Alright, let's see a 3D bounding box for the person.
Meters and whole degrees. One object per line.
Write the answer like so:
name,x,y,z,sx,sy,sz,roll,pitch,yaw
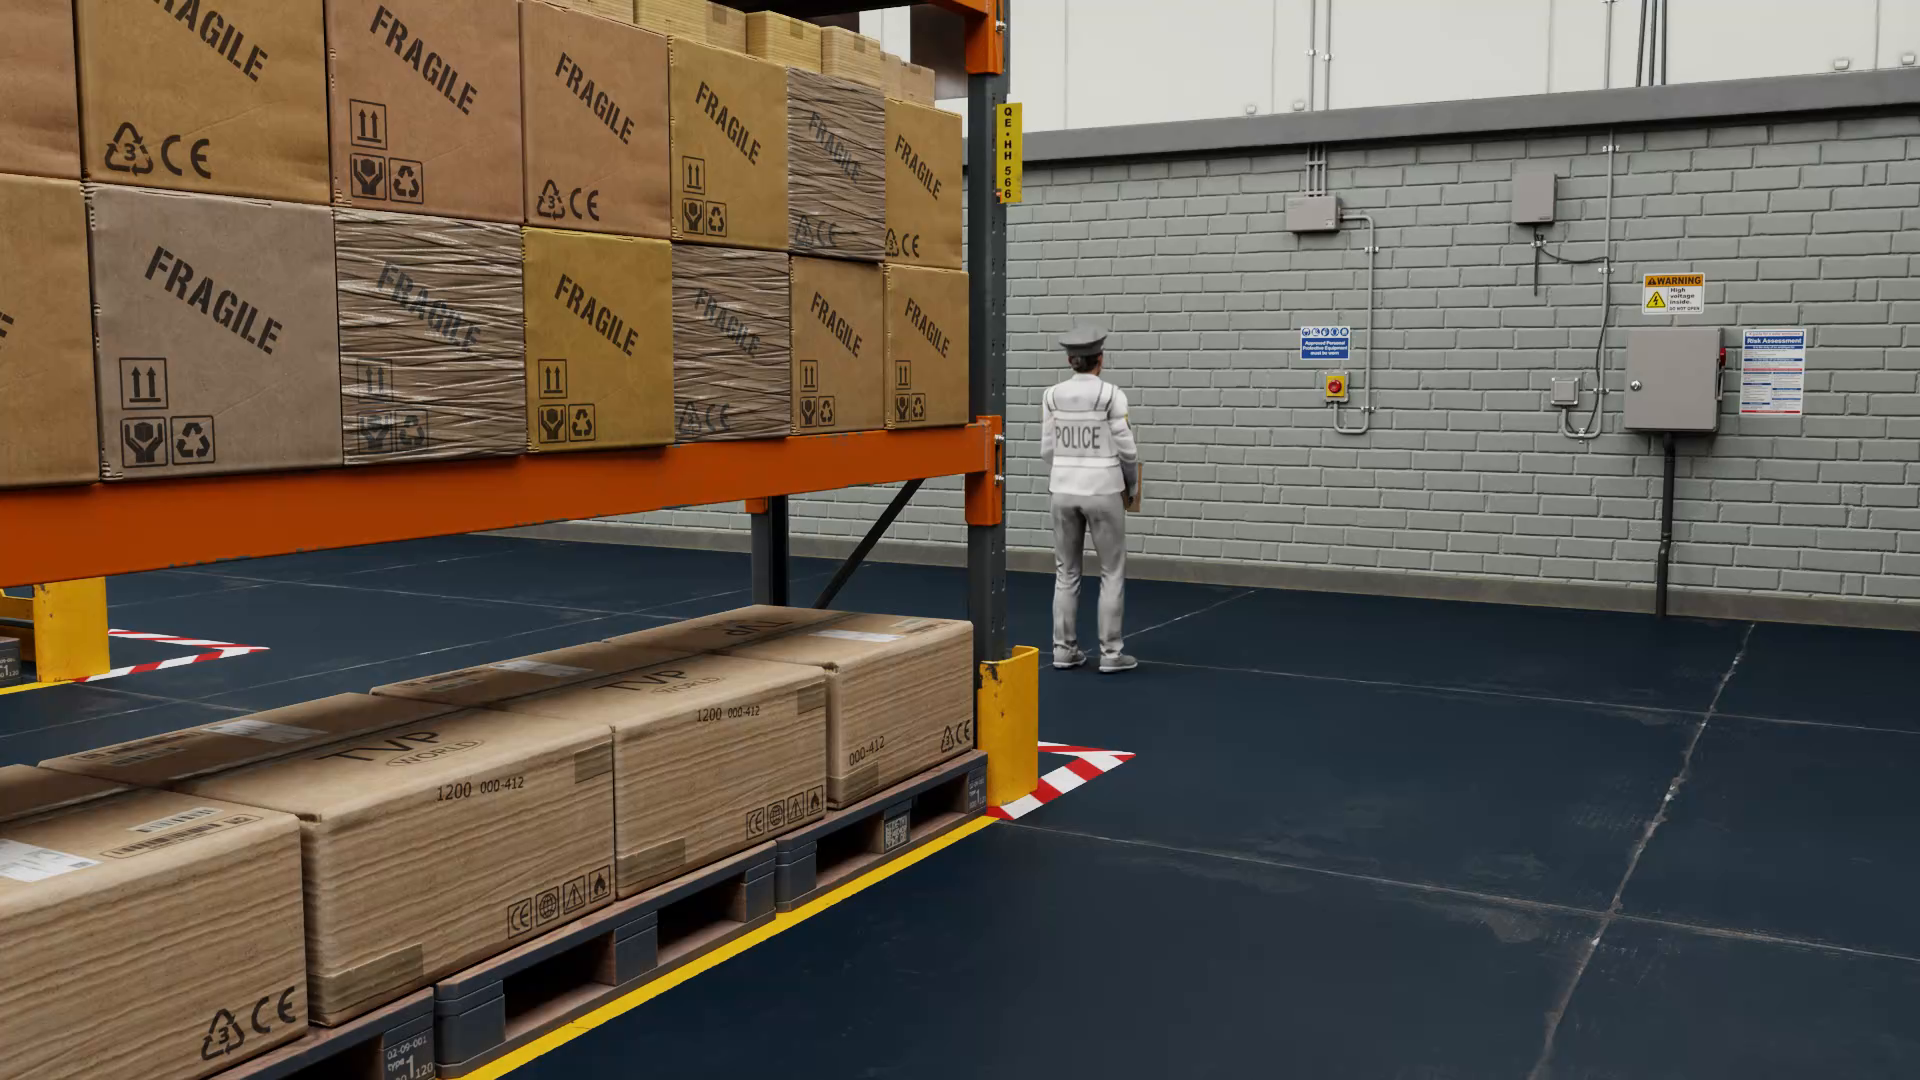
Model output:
person,0.652,-0.208,8.192,0.494,1.690,0.464,3,7,28
